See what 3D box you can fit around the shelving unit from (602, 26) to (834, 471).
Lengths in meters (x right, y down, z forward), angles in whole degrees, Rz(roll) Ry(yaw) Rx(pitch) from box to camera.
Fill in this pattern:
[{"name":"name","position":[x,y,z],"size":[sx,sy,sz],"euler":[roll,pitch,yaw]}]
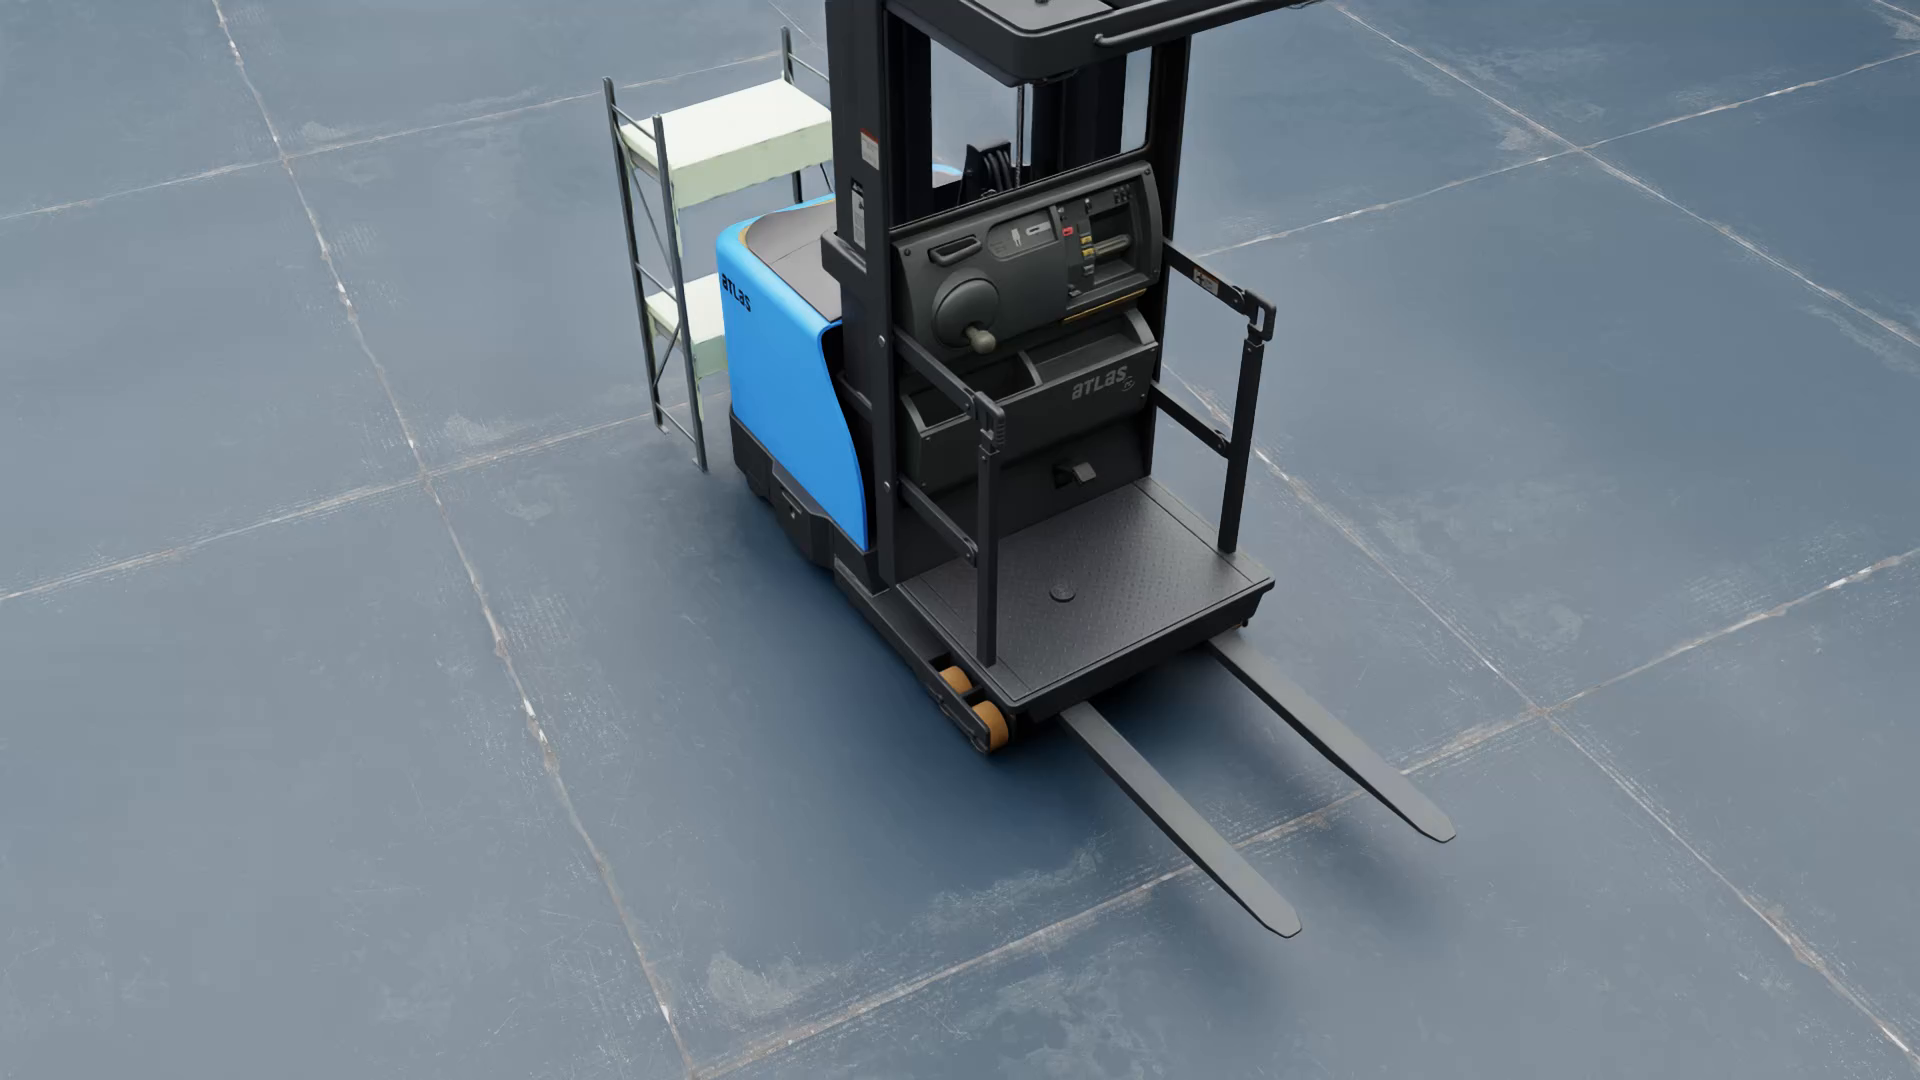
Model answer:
[{"name":"shelving unit","position":[-0.833,-1.093,6.377],"size":[0.755,1.500,0.431],"euler":[-25,46,-27]}]

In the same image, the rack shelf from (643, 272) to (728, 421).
[{"name":"rack shelf","position":[-0.831,-0.842,6.585],"size":[0.720,0.370,0.431],"euler":[-25,46,-27]}]

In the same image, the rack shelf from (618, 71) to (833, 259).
[{"name":"rack shelf","position":[-0.835,-1.392,6.127],"size":[0.720,0.370,0.431],"euler":[-25,46,-27]}]

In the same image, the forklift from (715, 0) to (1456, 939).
[{"name":"forklift","position":[0.347,-0.780,4.903],"size":[1.130,2.935,3.031],"euler":[-23,45,-25]}]

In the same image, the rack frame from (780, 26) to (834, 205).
[{"name":"rack frame","position":[-0.537,-1.232,6.542],"size":[0.023,1.500,0.400],"euler":[-25,46,-27]}]

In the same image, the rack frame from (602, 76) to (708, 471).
[{"name":"rack frame","position":[-1.128,-0.953,6.212],"size":[0.023,1.500,0.400],"euler":[-25,46,-27]}]
